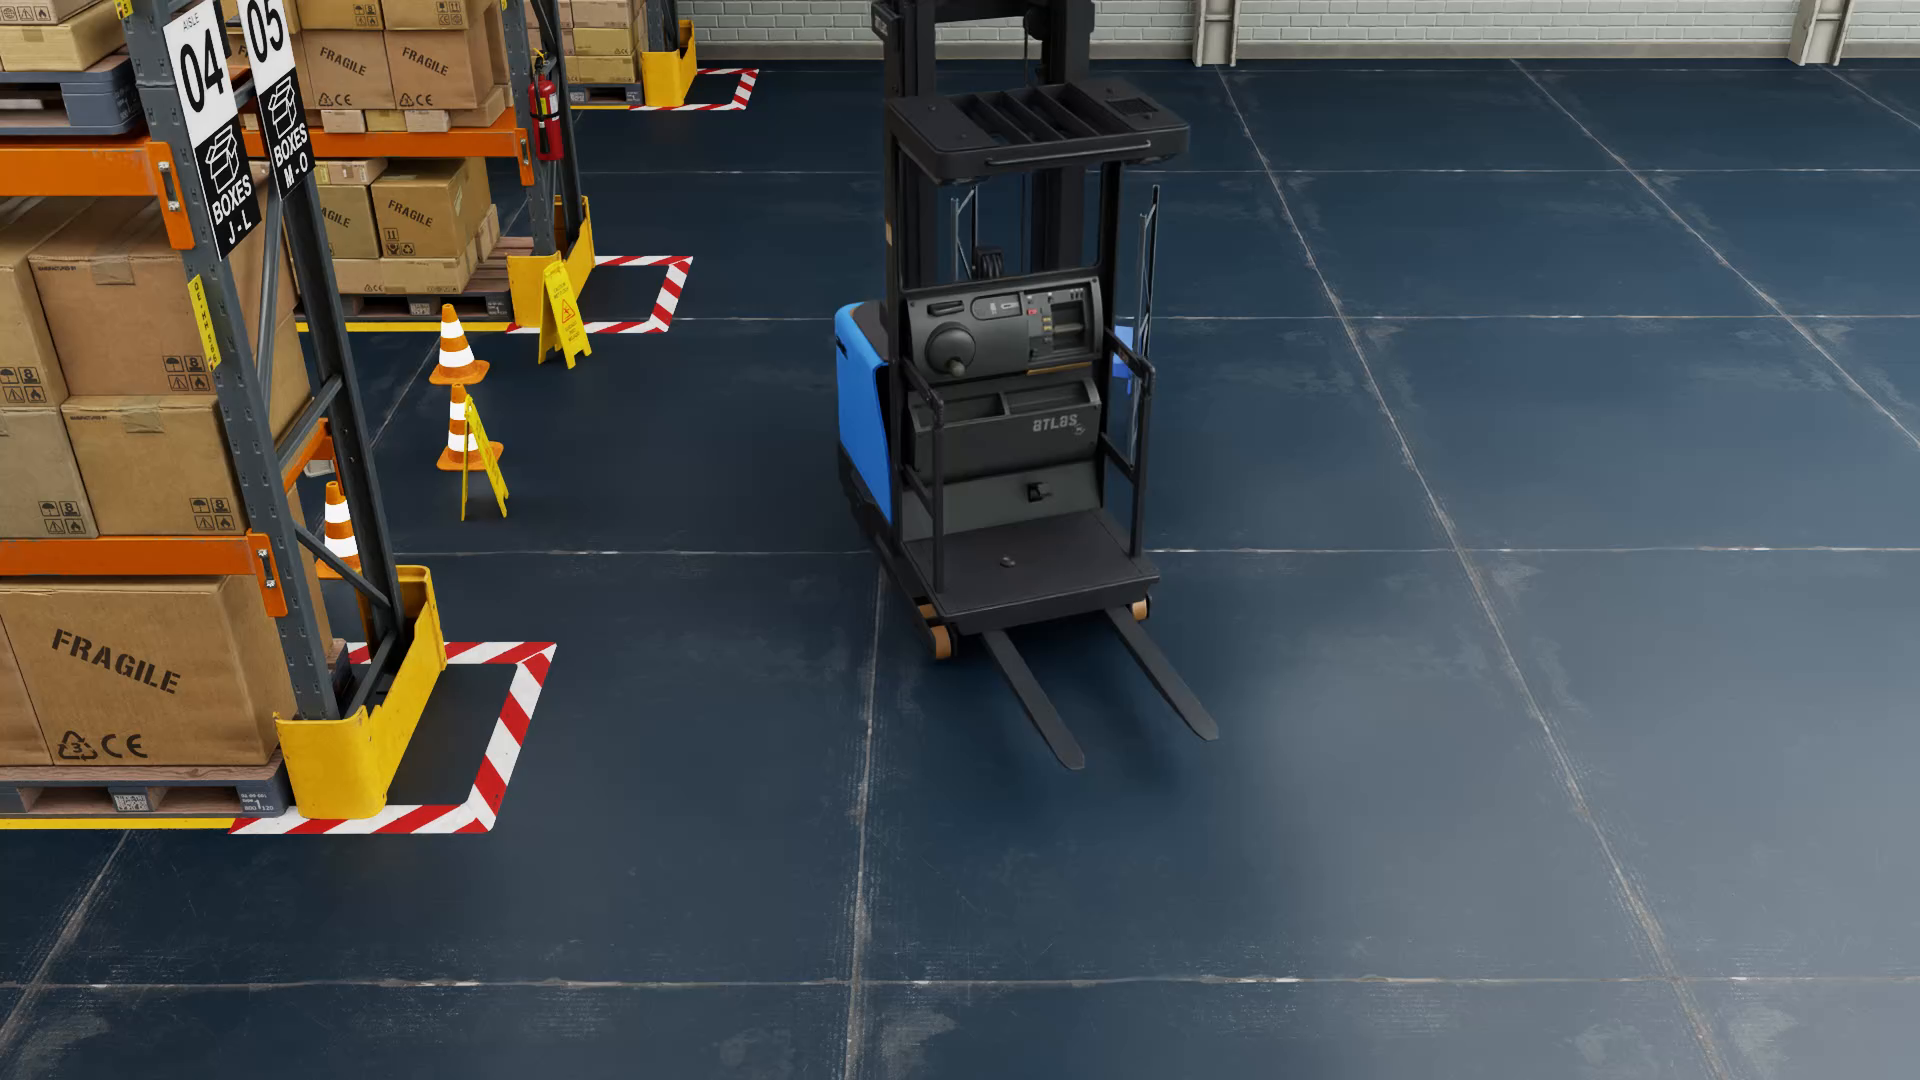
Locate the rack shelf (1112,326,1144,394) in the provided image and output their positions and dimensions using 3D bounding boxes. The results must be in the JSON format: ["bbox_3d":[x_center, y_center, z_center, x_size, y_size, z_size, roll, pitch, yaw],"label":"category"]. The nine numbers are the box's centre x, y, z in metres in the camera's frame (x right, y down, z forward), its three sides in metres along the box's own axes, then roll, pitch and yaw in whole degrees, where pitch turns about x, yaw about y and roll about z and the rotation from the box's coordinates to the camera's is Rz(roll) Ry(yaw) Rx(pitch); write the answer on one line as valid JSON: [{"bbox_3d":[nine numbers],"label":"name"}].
[{"bbox_3d":[0.515,-1.074,9.421,1.000,0.185,0.538,7,32,12],"label":"rack shelf"}]

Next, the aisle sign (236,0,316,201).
[{"bbox_3d":[-2.530,-1.702,6.157,0.004,0.787,0.394,0,31,0],"label":"aisle sign"}]

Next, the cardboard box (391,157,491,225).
[{"bbox_3d":[-3.562,-2.467,11.448,0.500,0.500,0.500,-1,31,-2],"label":"cardboard box"}]

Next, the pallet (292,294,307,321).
[{"bbox_3d":[-4.835,-1.823,11.551,1.213,0.211,1.003,0,31,0],"label":"pallet"}]

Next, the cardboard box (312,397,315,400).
[{"bbox_3d":[-4.028,-0.731,9.812,0.250,0.149,0.380,16,35,25],"label":"cardboard box"}]

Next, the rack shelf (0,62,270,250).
[{"bbox_3d":[-4.599,-1.403,5.973,4.000,0.370,1.077,0,31,0],"label":"rack shelf"}]

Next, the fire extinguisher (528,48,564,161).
[{"bbox_3d":[-2.613,-2.730,10.433,0.183,0.674,0.296,0,31,0],"label":"fire extinguisher"}]

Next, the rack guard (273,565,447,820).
[{"bbox_3d":[-2.575,0.634,7.223,0.348,0.500,1.175,0,31,0],"label":"rack guard"}]

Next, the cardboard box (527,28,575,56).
[{"bbox_3d":[-3.750,-4.635,15.261,0.500,0.250,0.500,0,31,-1],"label":"cardboard box"}]

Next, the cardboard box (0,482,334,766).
[{"bbox_3d":[-3.277,0.331,6.957,0.875,0.875,0.875,0,31,0],"label":"cardboard box"}]

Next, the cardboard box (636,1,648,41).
[{"bbox_3d":[-3.235,-4.901,15.699,0.500,0.250,0.500,0,31,1],"label":"cardboard box"}]

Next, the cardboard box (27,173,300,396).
[{"bbox_3d":[-2.970,-0.979,6.287,0.550,0.550,0.875,0,31,0],"label":"cardboard box"}]

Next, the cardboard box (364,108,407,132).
[{"bbox_3d":[-3.612,-2.734,10.607,0.250,0.149,0.380,-1,31,-1],"label":"cardboard box"}]

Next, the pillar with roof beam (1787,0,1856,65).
[{"bbox_3d":[8.561,-6.411,10.642,0.400,9.000,9.100,0,31,0],"label":"pillar with roof beam"}]

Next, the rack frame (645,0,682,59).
[{"bbox_3d":[-2.763,-5.577,15.050,0.127,3.000,1.000,0,31,0],"label":"rack frame"}]

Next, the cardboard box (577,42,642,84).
[{"bbox_3d":[-3.231,-4.415,15.381,0.500,0.250,0.500,0,31,0],"label":"cardboard box"}]

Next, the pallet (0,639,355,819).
[{"bbox_3d":[-3.398,0.801,7.227,1.213,0.211,1.003,0,31,0],"label":"pallet"}]

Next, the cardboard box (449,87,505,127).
[{"bbox_3d":[-3.102,-2.782,10.686,0.250,0.149,0.380,1,31,1],"label":"cardboard box"}]

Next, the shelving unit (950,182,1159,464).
[{"bbox_3d":[0.515,-1.228,9.327,1.048,1.500,0.538,7,32,12],"label":"shelving unit"}]

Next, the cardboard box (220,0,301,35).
[{"bbox_3d":[-4.255,-3.432,10.168,0.500,0.500,0.700,-1,31,-1],"label":"cardboard box"}]

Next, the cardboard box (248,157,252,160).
[{"bbox_3d":[-4.586,-2.466,11.445,0.500,0.500,0.500,0,31,1],"label":"cardboard box"}]

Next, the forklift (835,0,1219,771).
[{"bbox_3d":[0.283,-0.924,7.447,1.130,2.935,3.031,-10,33,-16],"label":"forklift"}]

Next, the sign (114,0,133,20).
[{"bbox_3d":[-2.610,-1.780,5.123,0.005,0.325,0.100,0,31,0],"label":"sign"}]

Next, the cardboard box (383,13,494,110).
[{"bbox_3d":[-3.271,-3.027,10.465,0.500,0.500,0.500,-1,31,-1],"label":"cardboard box"}]

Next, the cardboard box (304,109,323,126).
[{"bbox_3d":[-4.126,-2.790,10.699,0.250,0.149,0.380,0,31,0],"label":"cardboard box"}]

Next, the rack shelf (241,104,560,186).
[{"bbox_3d":[-4.730,-2.688,10.982,4.000,0.370,1.077,0,31,0],"label":"rack shelf"}]

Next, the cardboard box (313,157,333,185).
[{"bbox_3d":[-4.147,-2.431,10.763,0.250,0.149,0.380,0,31,1],"label":"cardboard box"}]

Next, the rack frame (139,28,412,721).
[{"bbox_3d":[-2.599,-0.435,6.575,0.127,3.000,1.000,0,31,0],"label":"rack frame"}]

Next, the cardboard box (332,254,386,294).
[{"bbox_3d":[-4.055,-1.866,11.180,0.500,0.250,0.500,0,31,0],"label":"cardboard box"}]

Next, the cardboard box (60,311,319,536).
[{"bbox_3d":[-2.970,-0.474,6.495,0.550,0.550,0.875,0,31,0],"label":"cardboard box"}]

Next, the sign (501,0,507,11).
[{"bbox_3d":[-2.747,-3.344,9.949,0.005,0.325,0.100,0,31,0],"label":"sign"}]

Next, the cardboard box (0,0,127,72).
[{"bbox_3d":[-2.929,-1.655,5.435,0.250,0.149,0.380,0,31,0],"label":"cardboard box"}]

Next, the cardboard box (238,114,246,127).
[{"bbox_3d":[-4.631,-2.788,10.695,0.250,0.149,0.380,0,31,0],"label":"cardboard box"}]

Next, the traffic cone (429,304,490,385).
[{"bbox_3d":[-3.152,-1.247,10.359,0.334,0.463,0.336,0,31,0],"label":"traffic cone"}]

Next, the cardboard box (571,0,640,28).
[{"bbox_3d":[-3.222,-4.845,15.126,0.500,0.250,0.500,1,31,1],"label":"cardboard box"}]

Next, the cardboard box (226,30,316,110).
[{"bbox_3d":[-4.272,-3.028,10.466,0.500,0.500,0.500,0,31,-1],"label":"cardboard box"}]

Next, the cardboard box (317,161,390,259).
[{"bbox_3d":[-4.051,-2.185,10.983,0.500,0.500,0.500,1,31,2],"label":"cardboard box"}]

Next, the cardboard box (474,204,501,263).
[{"bbox_3d":[-3.538,-2.147,11.643,0.500,0.250,0.500,0,31,-1],"label":"cardboard box"}]

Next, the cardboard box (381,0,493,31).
[{"bbox_3d":[-3.239,-3.485,10.254,0.500,0.500,0.700,-1,31,-2],"label":"cardboard box"}]

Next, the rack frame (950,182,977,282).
[{"bbox_3d":[0.022,-1.292,9.433,0.032,1.500,0.500,7,32,12],"label":"rack frame"}]

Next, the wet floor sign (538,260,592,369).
[{"bbox_3d":[-2.533,-1.441,10.503,0.232,0.644,0.267,10,33,17],"label":"wet floor sign"}]

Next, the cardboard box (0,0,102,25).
[{"bbox_3d":[-3.087,-1.856,5.382,0.500,0.250,0.500,0,31,0],"label":"cardboard box"}]
